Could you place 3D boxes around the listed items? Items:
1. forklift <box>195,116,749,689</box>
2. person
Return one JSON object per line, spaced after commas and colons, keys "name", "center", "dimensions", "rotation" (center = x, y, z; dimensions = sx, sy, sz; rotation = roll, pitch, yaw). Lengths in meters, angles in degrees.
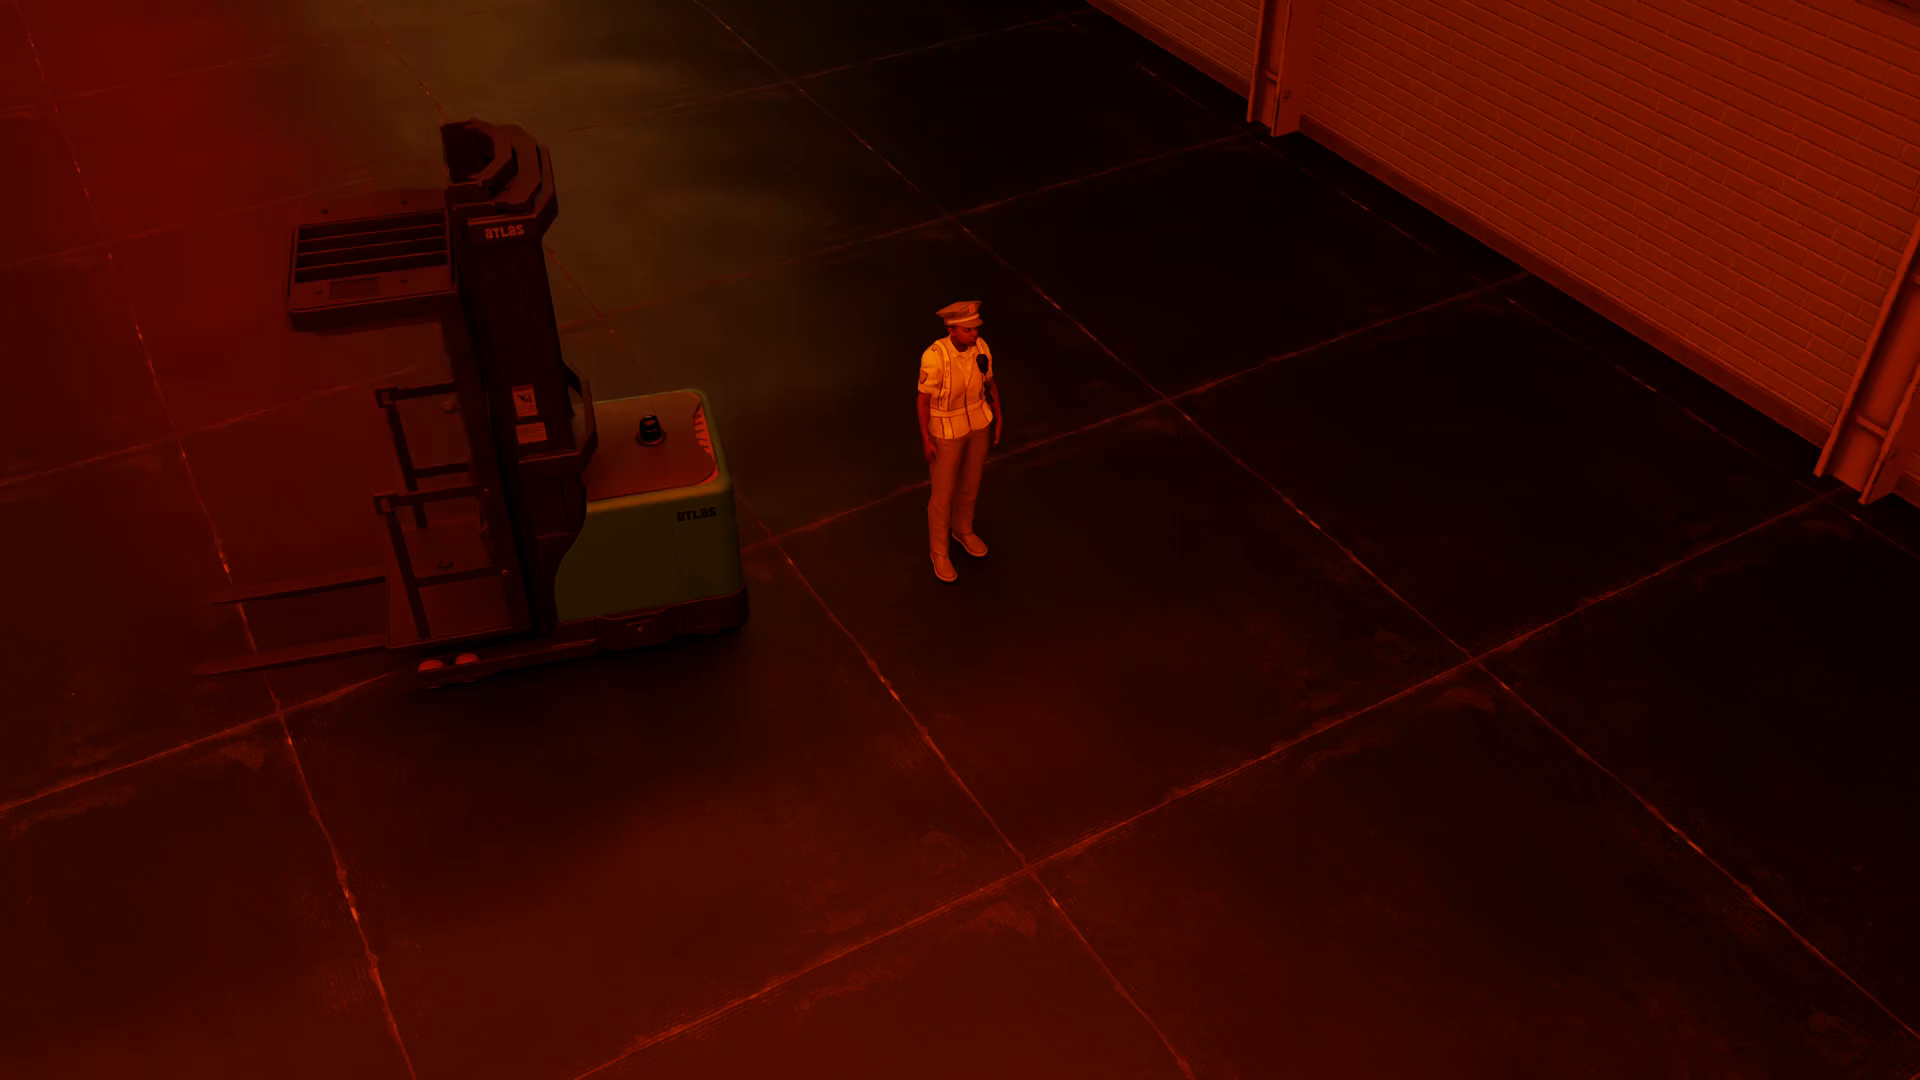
{"name": "forklift", "center": [-2.806, -0.670, 8.843], "dimensions": [3.031, 2.935, 1.130], "rotation": [-9, 41, -11]}
{"name": "person", "center": [0.021, -0.610, 9.729], "dimensions": [0.570, 1.697, 0.528], "rotation": [-20, 44, -23]}
